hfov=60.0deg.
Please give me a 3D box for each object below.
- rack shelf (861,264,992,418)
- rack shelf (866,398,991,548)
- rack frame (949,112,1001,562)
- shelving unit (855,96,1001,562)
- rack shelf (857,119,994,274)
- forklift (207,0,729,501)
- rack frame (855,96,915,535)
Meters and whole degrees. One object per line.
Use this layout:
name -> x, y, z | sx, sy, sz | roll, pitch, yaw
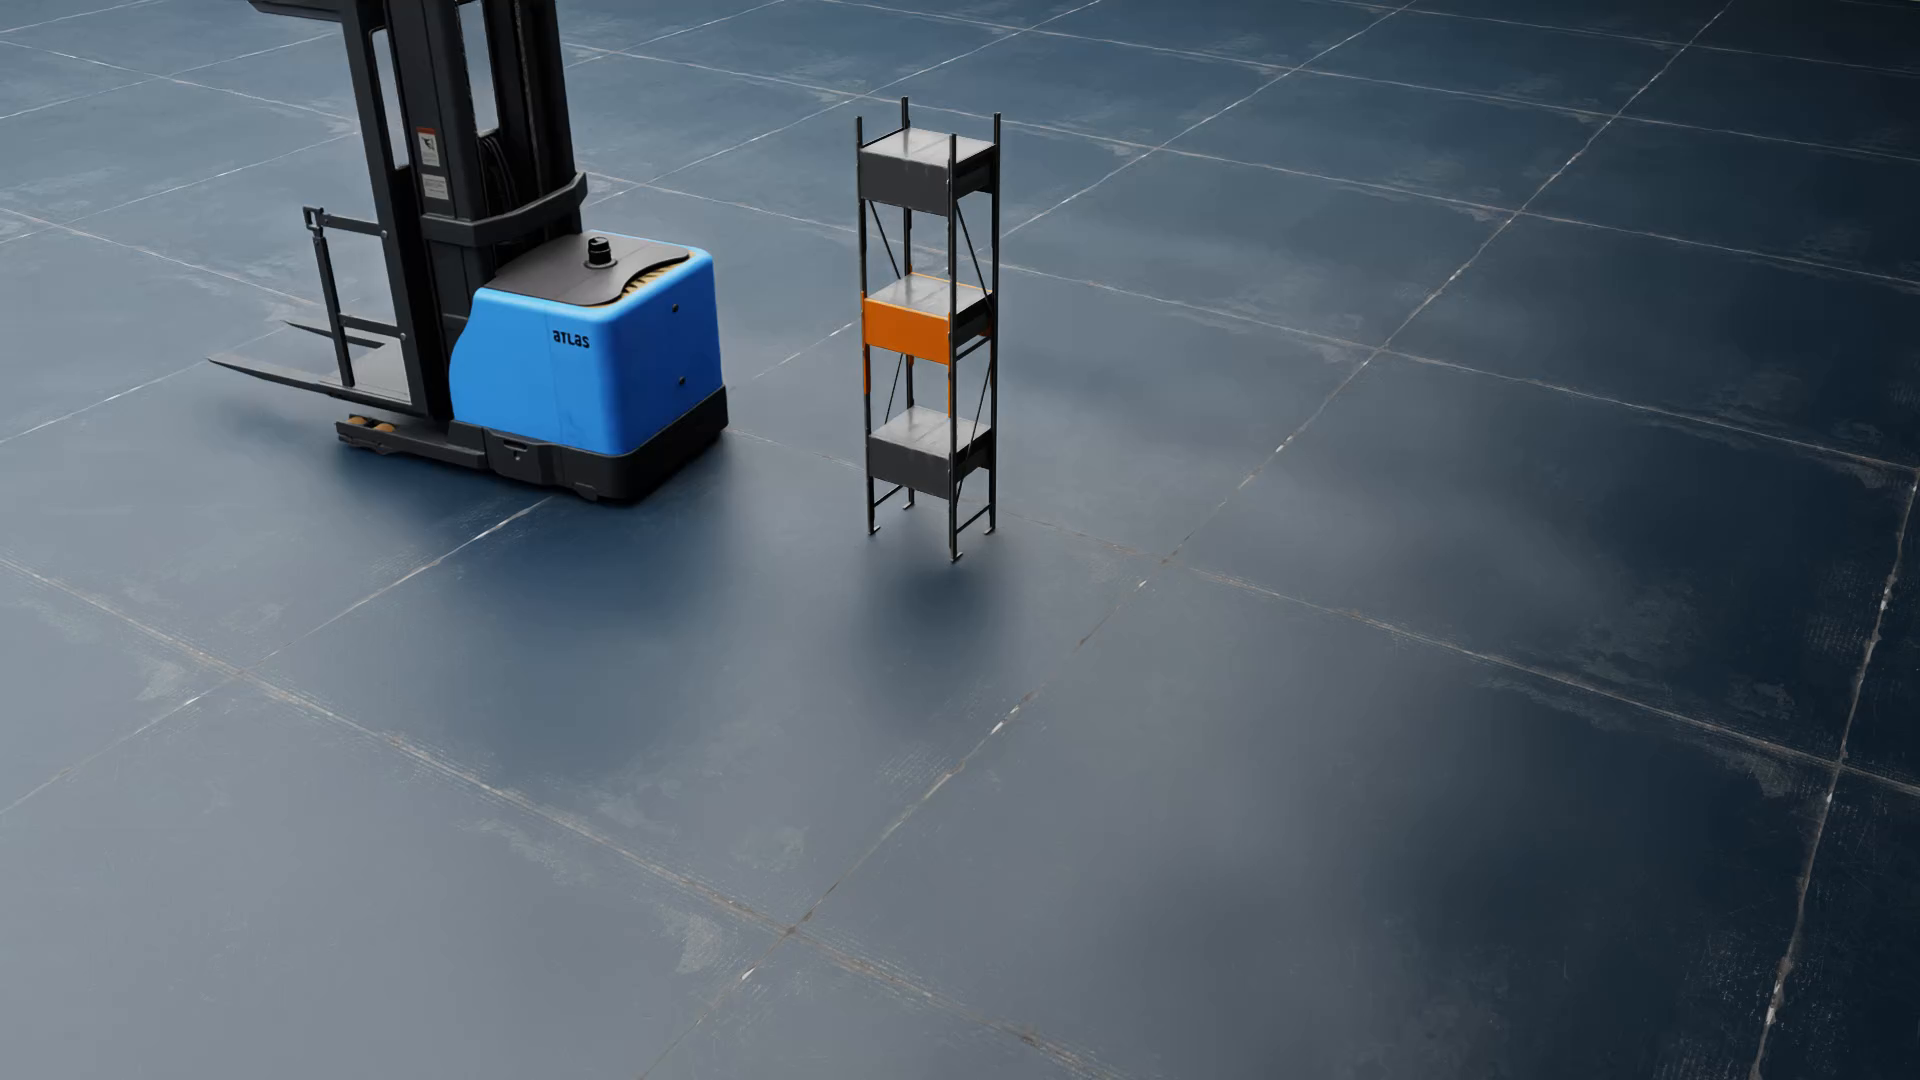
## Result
rack shelf -> -0.140, -0.940, 7.804 | 0.480, 0.518, 0.431 | 18, 35, 27
rack shelf -> -0.140, -0.335, 8.157 | 0.480, 0.518, 0.431 | 18, 35, 27
rack frame -> 0.066, -0.886, 7.685 | 0.015, 2.100, 0.400 | 18, 35, 27
shelving unit -> -0.140, -0.951, 7.797 | 0.503, 2.100, 0.431 | 18, 35, 27
rack shelf -> -0.140, -1.544, 7.451 | 0.480, 0.518, 0.431 | 18, 35, 27
forklift -> -2.843, -1.956, 8.695 | 3.031, 2.935, 1.130 | 13, 33, 21
rack frame -> -0.347, -1.017, 7.909 | 0.015, 2.100, 0.400 | 18, 35, 27
